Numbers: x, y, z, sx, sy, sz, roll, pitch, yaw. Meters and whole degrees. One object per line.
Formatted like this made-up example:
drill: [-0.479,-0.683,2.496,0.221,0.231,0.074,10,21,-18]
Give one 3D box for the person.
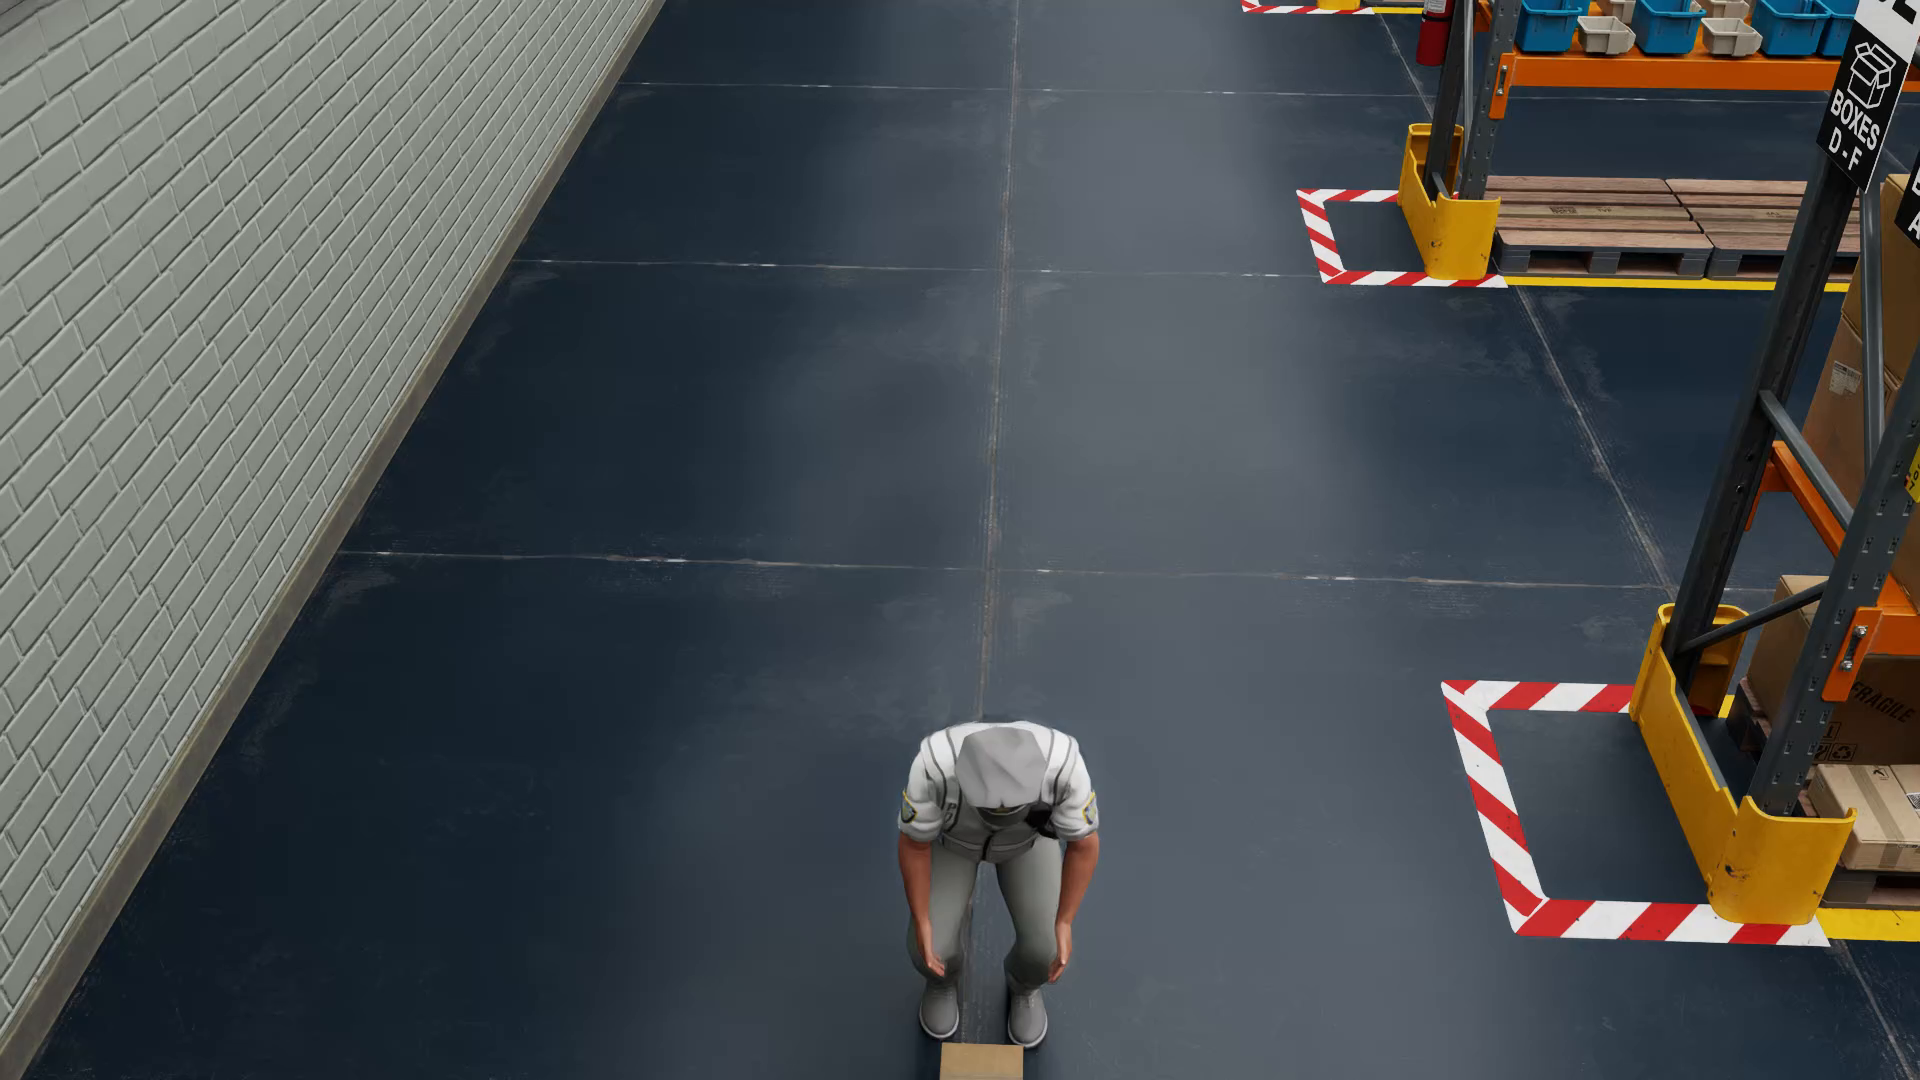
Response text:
person: [0.117,0.983,5.037,0.590,1.439,0.792,1,35,2]
